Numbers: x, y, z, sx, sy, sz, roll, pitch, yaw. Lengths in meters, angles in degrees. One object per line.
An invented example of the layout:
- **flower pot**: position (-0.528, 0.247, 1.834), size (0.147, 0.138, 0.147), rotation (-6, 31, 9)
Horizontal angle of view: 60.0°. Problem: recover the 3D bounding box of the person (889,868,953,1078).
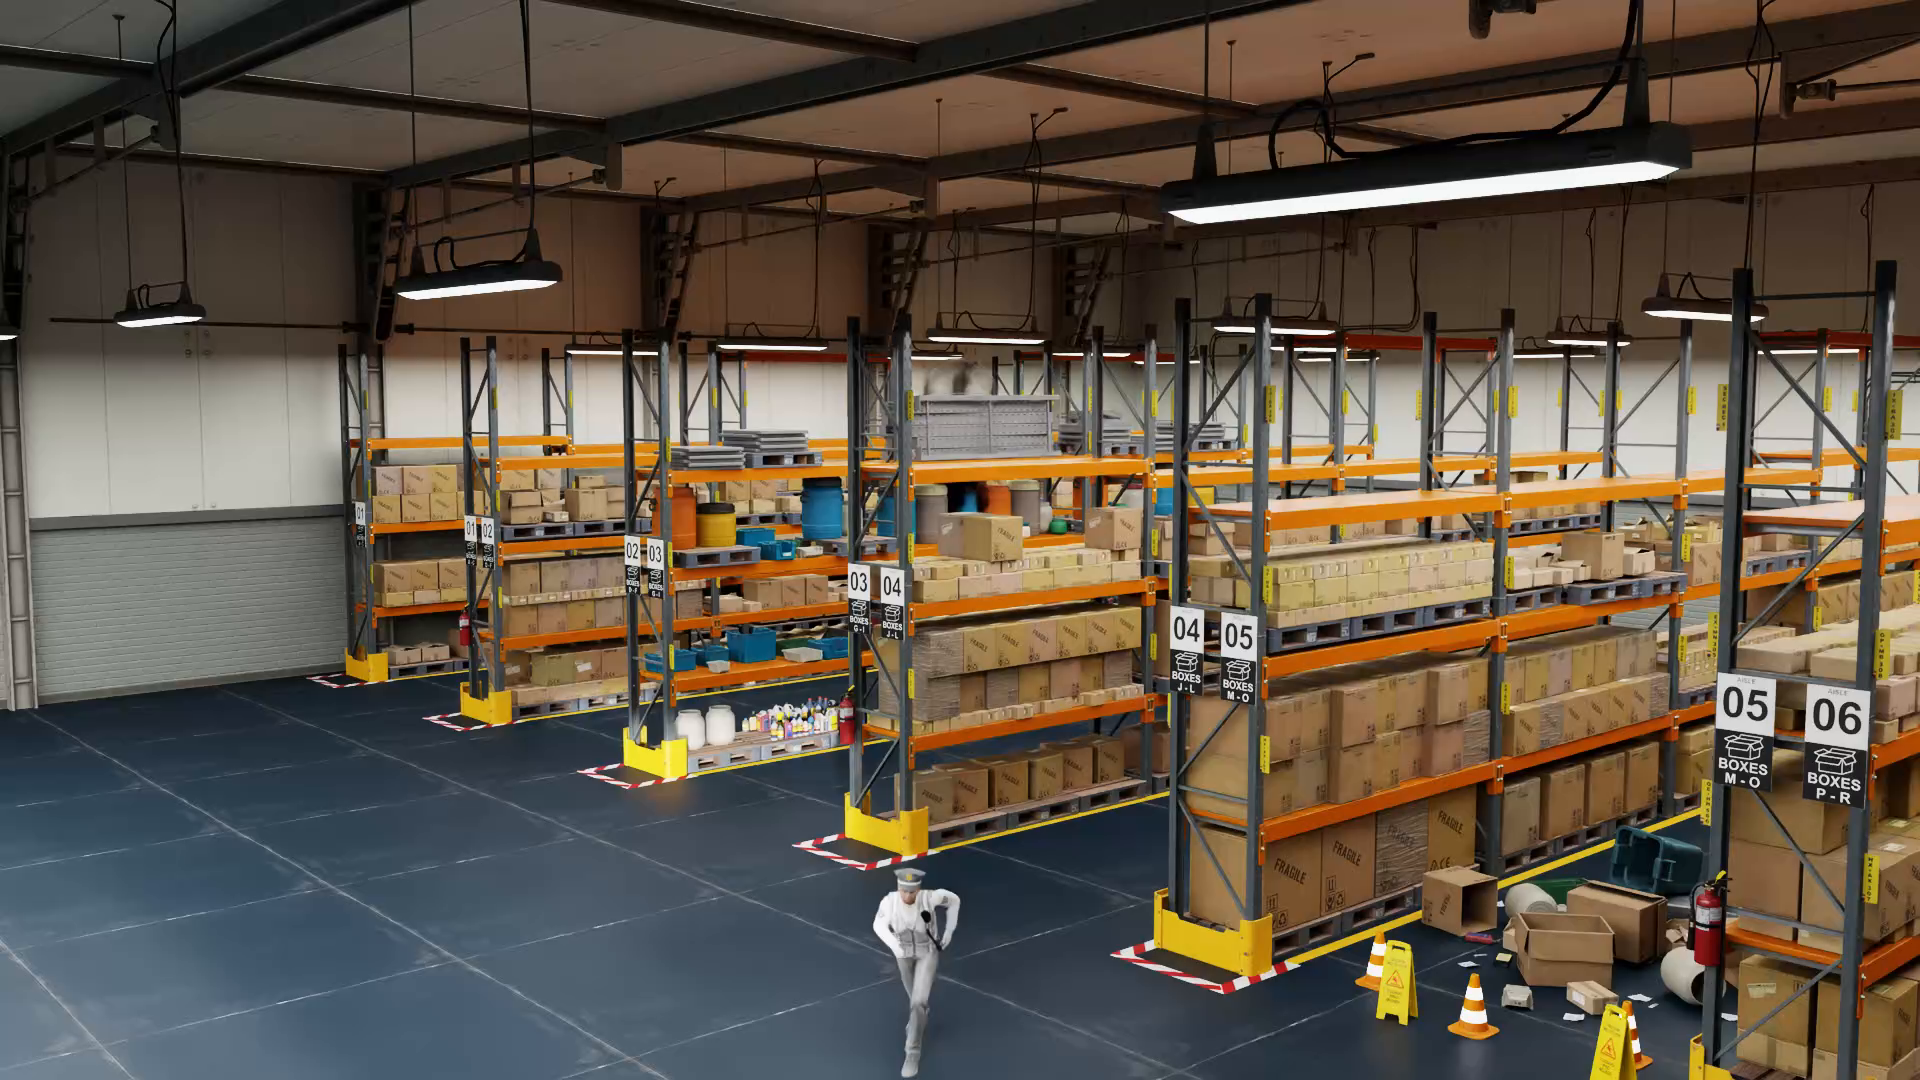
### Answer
- **person**: position (-0.281, 3.249, 12.913), size (0.488, 1.625, 0.964), rotation (0, 5, 5)
